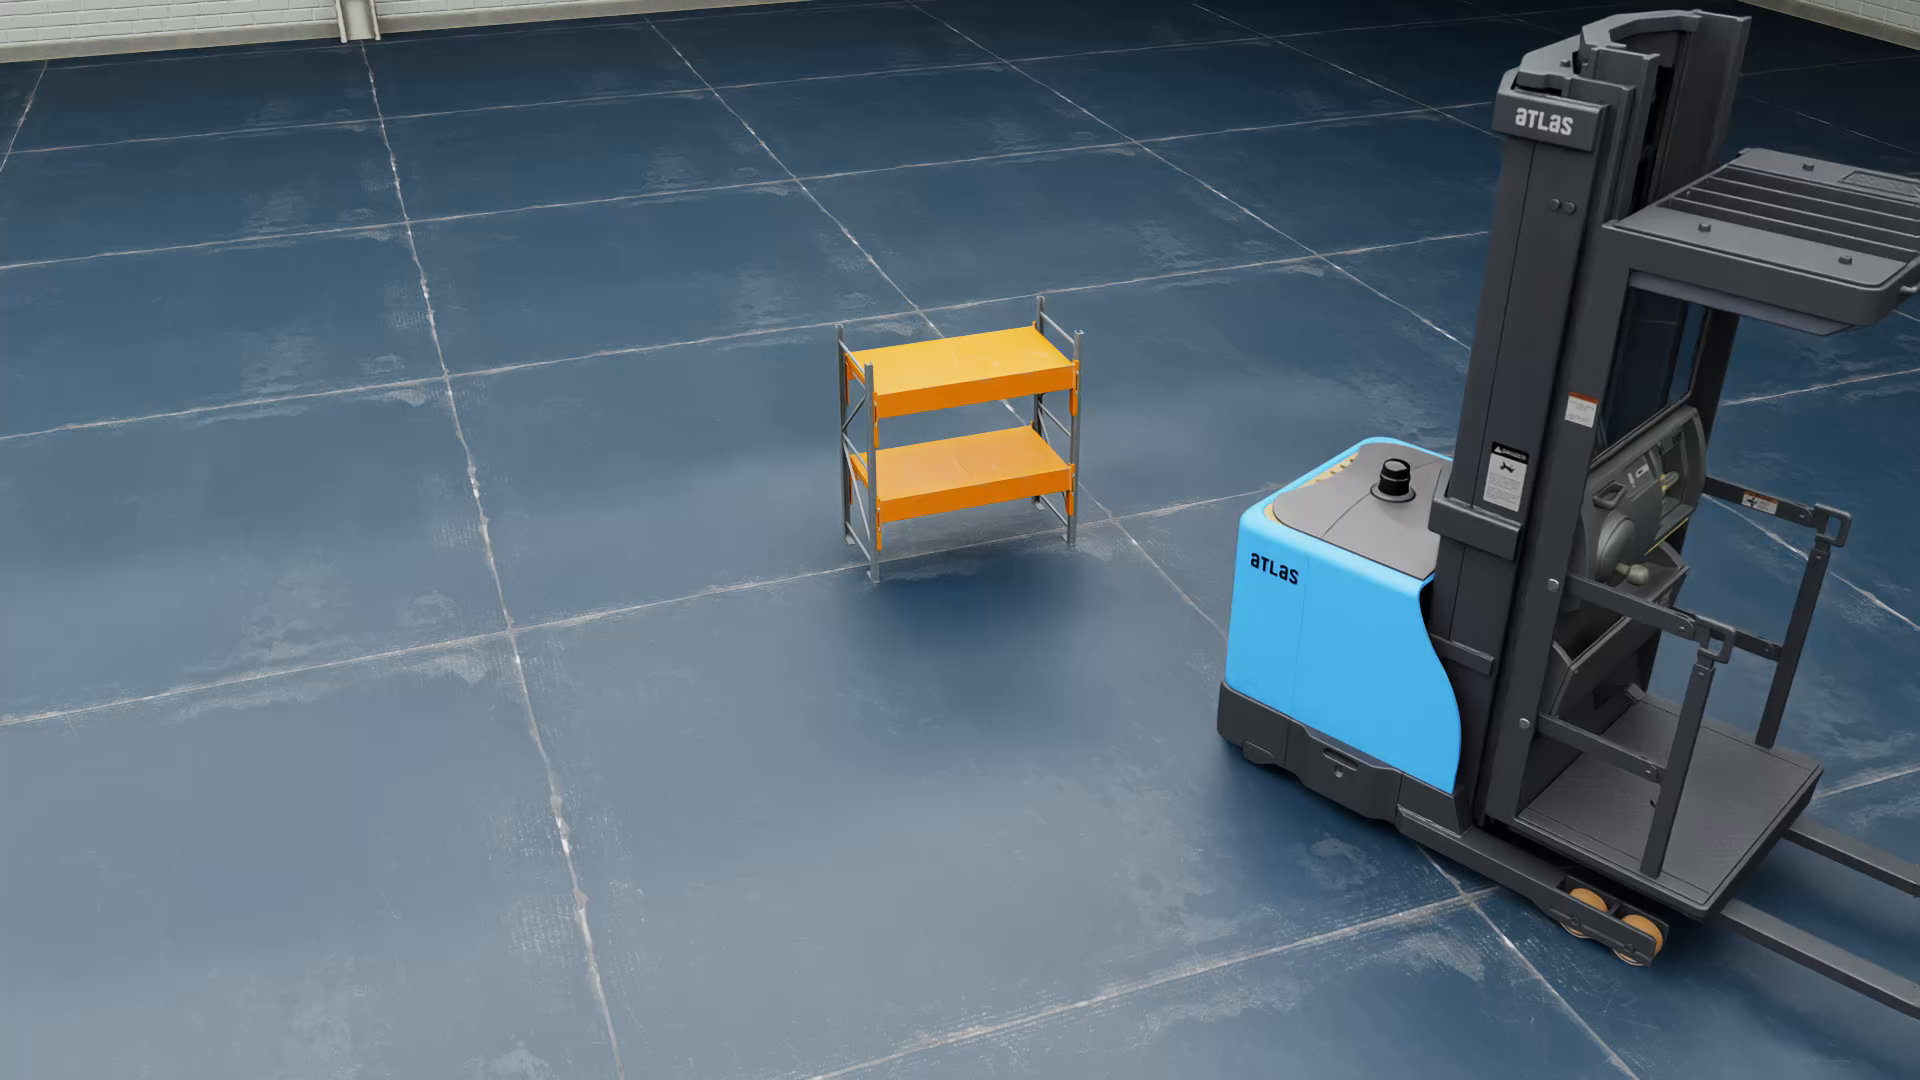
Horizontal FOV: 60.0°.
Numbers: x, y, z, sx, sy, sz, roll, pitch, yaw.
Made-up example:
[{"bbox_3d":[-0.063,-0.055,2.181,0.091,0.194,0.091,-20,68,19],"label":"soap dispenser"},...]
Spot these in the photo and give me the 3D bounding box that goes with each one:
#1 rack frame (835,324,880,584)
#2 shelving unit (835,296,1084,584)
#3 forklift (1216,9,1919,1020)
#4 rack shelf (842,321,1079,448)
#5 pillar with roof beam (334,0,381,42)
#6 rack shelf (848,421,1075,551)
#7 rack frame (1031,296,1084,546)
[{"bbox_3d":[-0.483,-0.400,7.815,0.032,1.125,0.500,-10,31,-18],"label":"rack frame"},{"bbox_3d":[-0.006,-0.488,7.969,1.048,1.125,0.538,-10,31,-18],"label":"shelving unit"},{"bbox_3d":[2.456,-0.112,5.485,3.031,2.935,1.130,25,38,37],"label":"forklift"},{"bbox_3d":[-0.006,-0.742,7.825,1.000,0.278,0.538,-10,31,-18],"label":"rack shelf"},{"bbox_3d":[-4.829,-7.216,11.825,0.400,9.000,9.100,-10,31,-18],"label":"pillar with roof beam"},{"bbox_3d":[-0.006,-0.275,8.091,1.000,0.278,0.538,-10,31,-18],"label":"rack shelf"},{"bbox_3d":[0.470,-0.575,8.124,0.032,1.125,0.500,-10,31,-18],"label":"rack frame"}]
